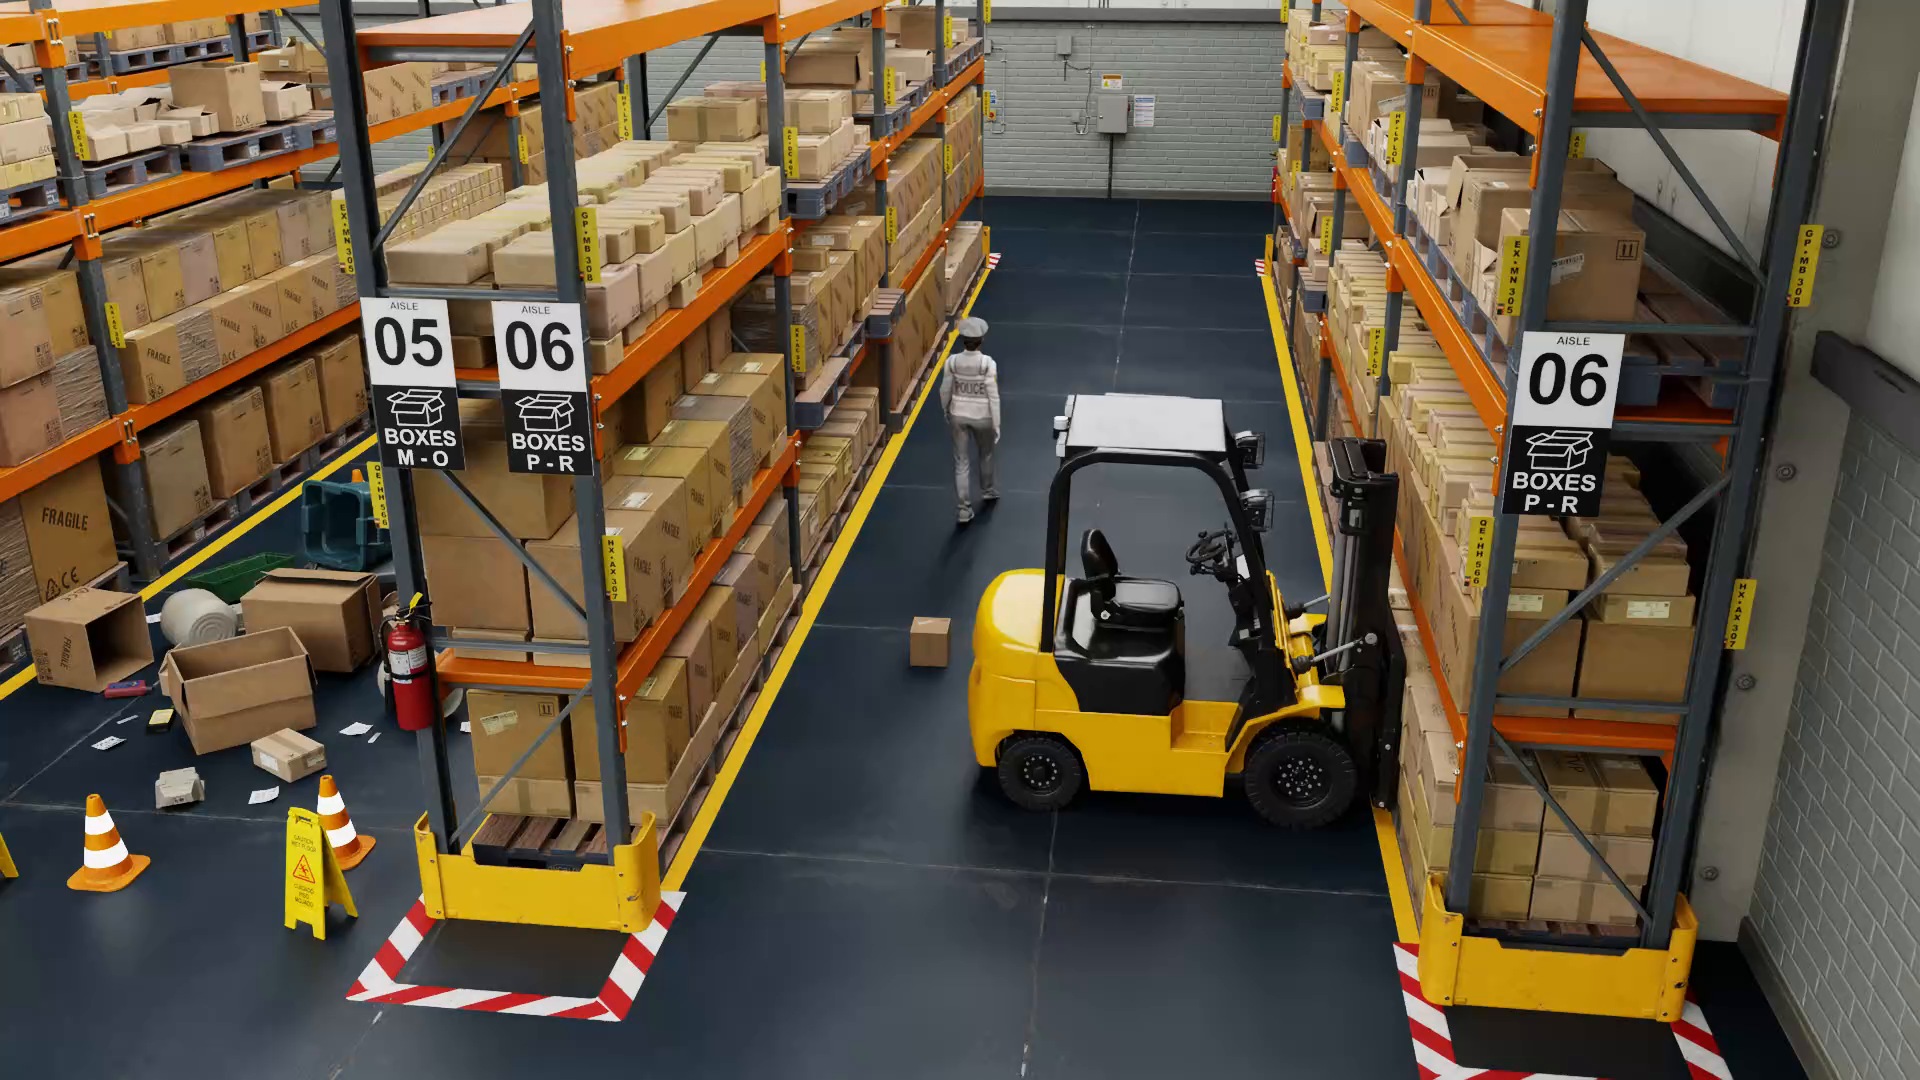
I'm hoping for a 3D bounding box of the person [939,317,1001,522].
[{"bbox_3d":[0.095,-1.028,13.663,0.520,1.672,0.858,3,21,7],"label":"person"}]
